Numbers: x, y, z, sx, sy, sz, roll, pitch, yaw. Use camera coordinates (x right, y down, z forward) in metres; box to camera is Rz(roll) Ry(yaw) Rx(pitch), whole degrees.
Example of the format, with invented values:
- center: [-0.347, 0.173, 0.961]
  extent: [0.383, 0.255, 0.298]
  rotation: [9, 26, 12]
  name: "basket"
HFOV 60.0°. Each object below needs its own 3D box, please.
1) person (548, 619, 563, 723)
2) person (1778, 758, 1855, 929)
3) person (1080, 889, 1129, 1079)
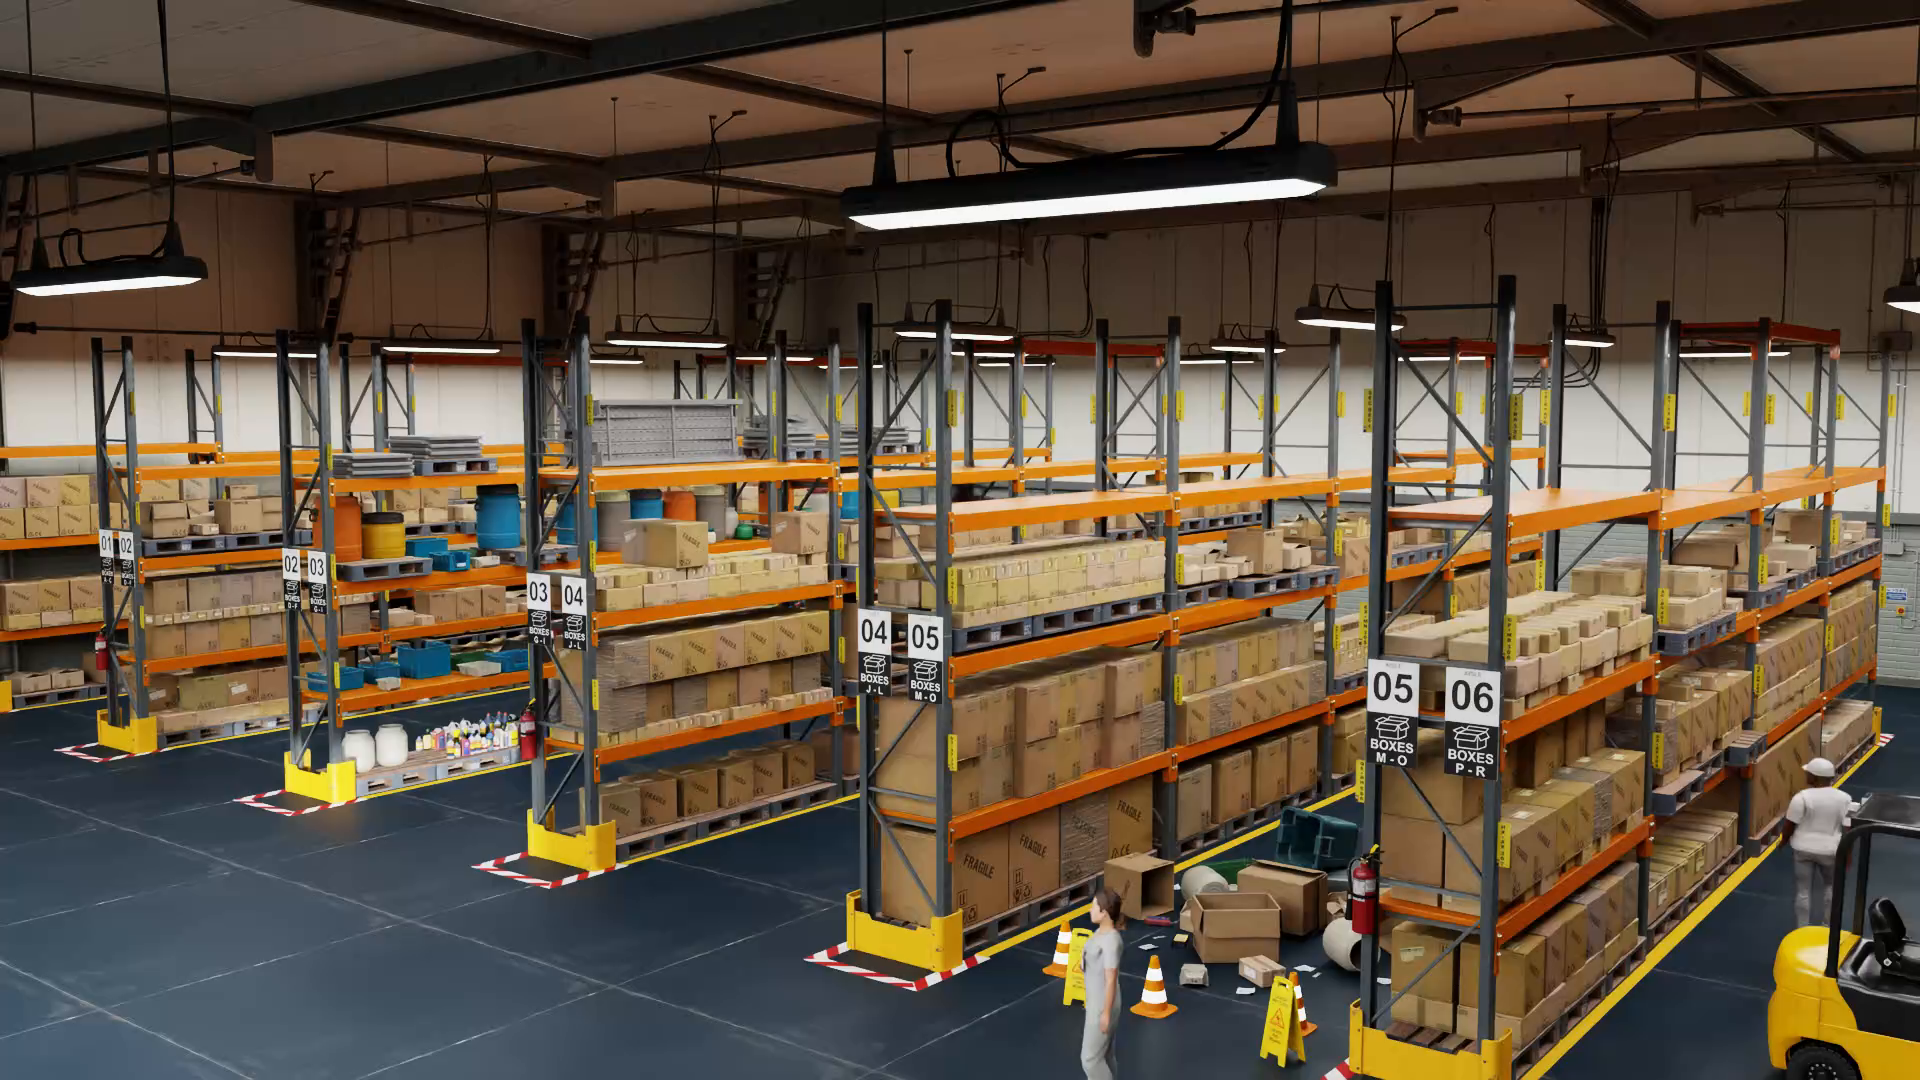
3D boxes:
- center: [-6.233, 2.020, 25.926]
  extent: [0.662, 1.817, 0.368]
  rotation: [0, 5, -3]
  name: "person"
- center: [8.036, 2.927, 15.614]
  extent: [0.653, 1.795, 0.693]
  rotation: [3, 6, 34]
  name: "person"
- center: [1.005, 3.315, 11.759]
  extent: [0.377, 1.701, 0.486]
  rotation: [0, 5, 3]
  name: "person"
